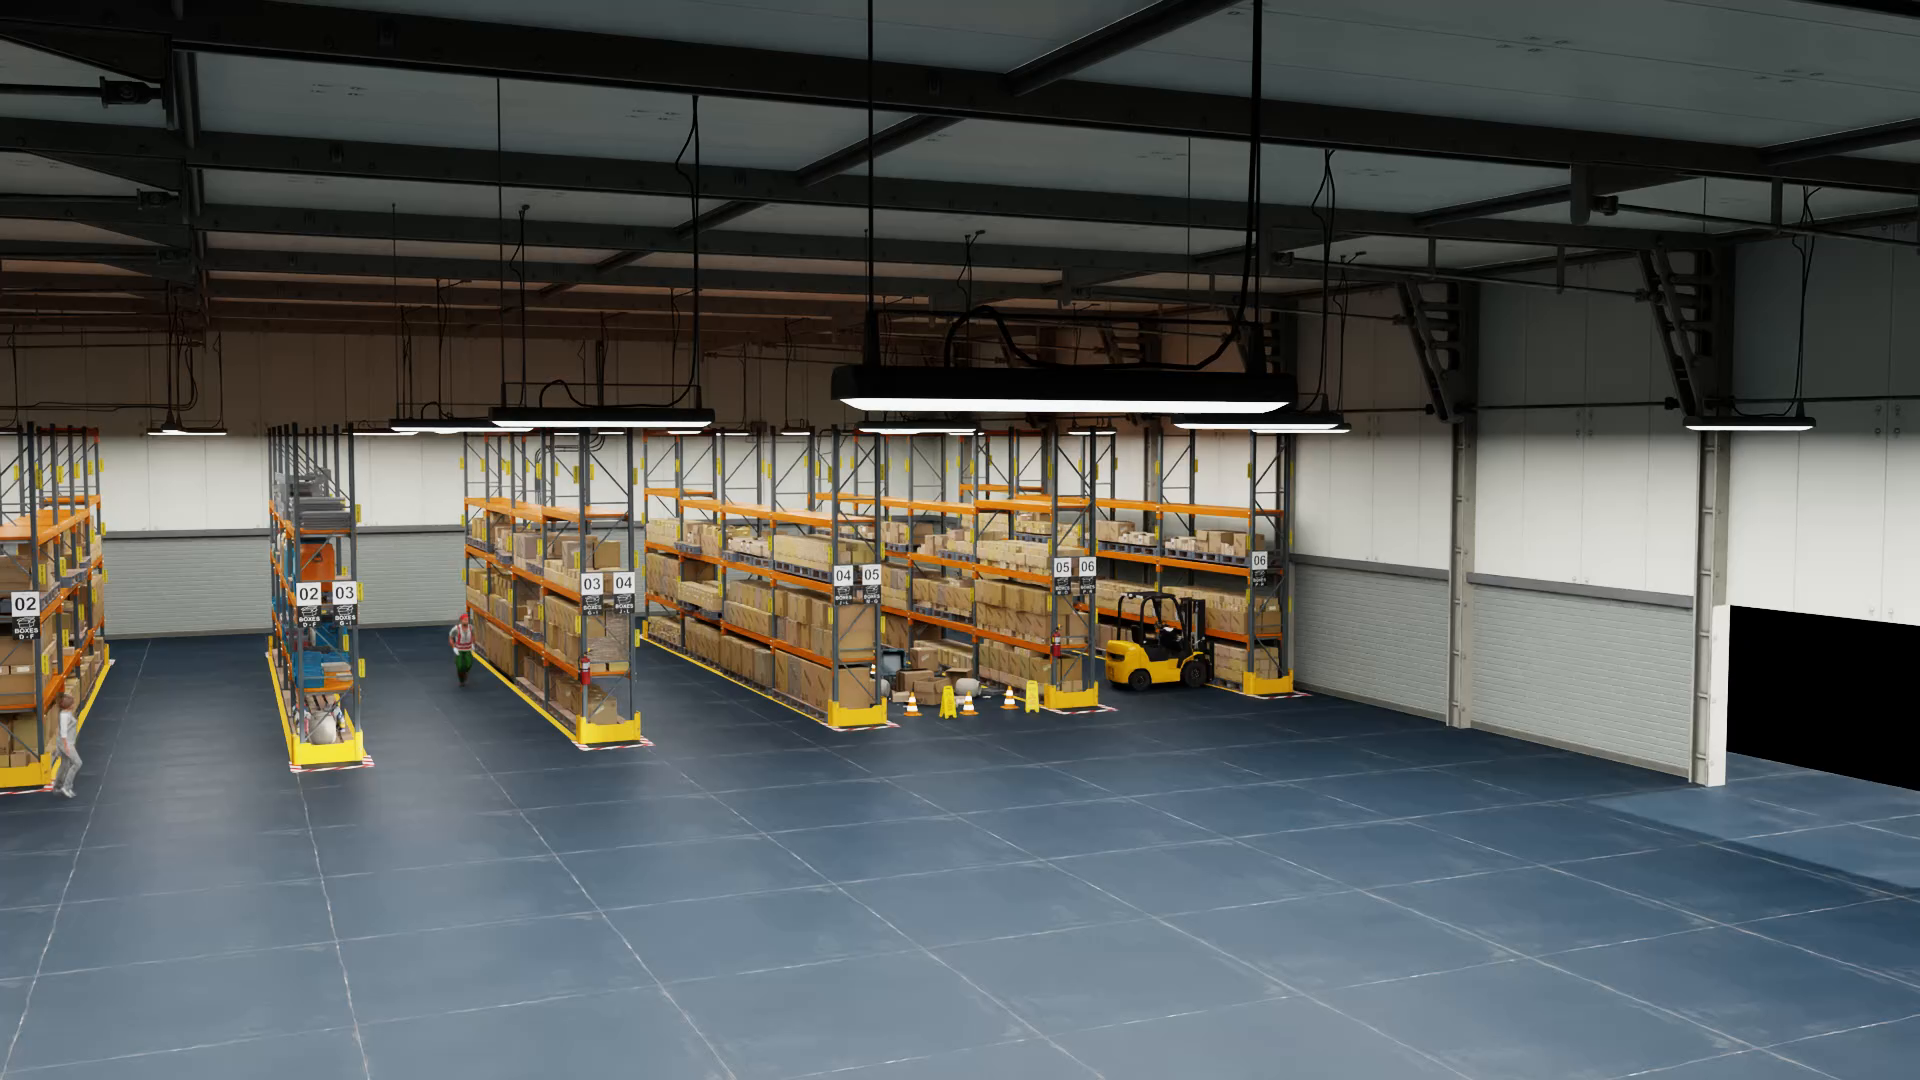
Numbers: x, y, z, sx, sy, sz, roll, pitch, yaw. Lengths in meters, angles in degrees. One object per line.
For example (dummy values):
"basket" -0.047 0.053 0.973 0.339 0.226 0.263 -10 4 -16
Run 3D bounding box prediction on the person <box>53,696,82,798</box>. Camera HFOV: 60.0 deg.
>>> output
"person" -14.276 3.302 26.574 0.448 1.625 0.451 -1 4 -23

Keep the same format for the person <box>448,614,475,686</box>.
"person" -11.525 2.531 38.465 0.622 1.700 0.693 -2 4 -25
